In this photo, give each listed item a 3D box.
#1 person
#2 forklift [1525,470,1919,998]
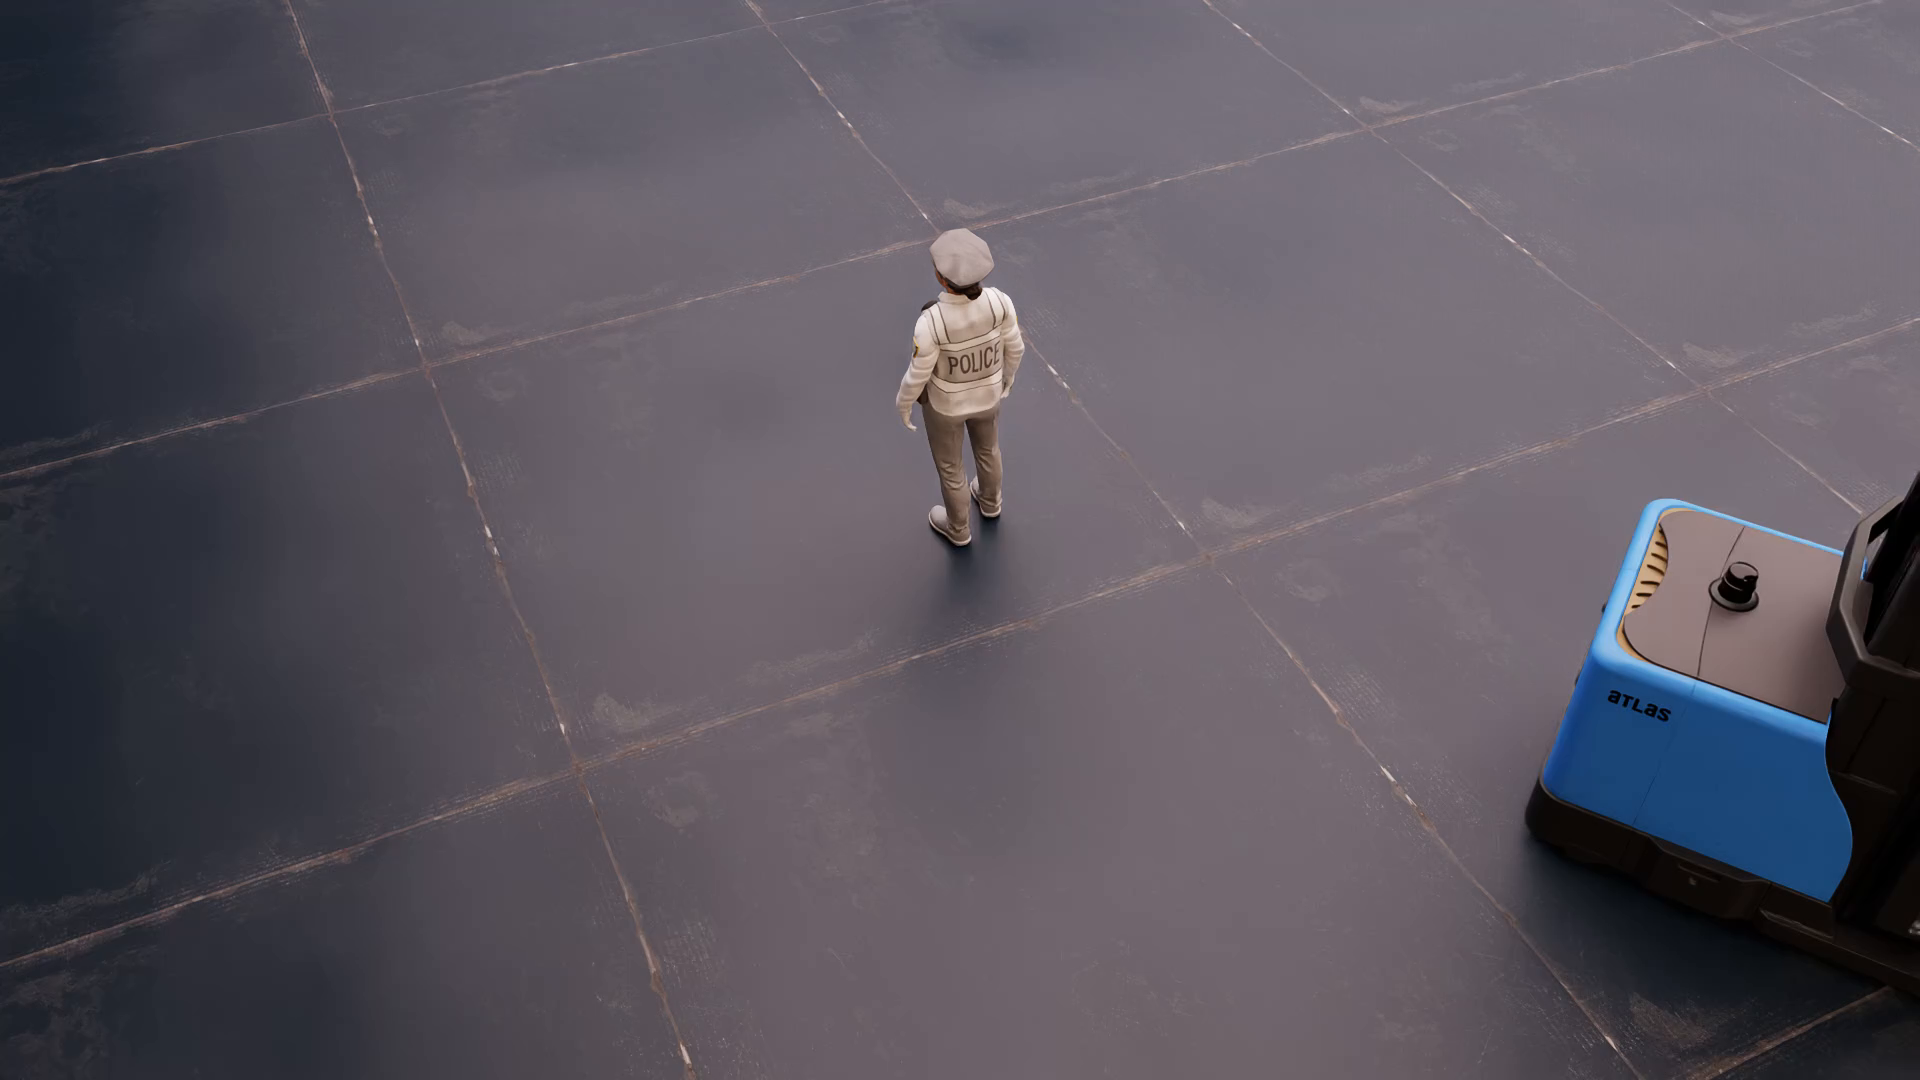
[{"bbox_3d":[-0.023,-0.669,7.293,0.588,1.695,0.531,-18,46,-18],"label":"person"},{"bbox_3d":[3.763,0.307,5.352,3.031,2.935,1.130,21,47,21],"label":"forklift"}]
